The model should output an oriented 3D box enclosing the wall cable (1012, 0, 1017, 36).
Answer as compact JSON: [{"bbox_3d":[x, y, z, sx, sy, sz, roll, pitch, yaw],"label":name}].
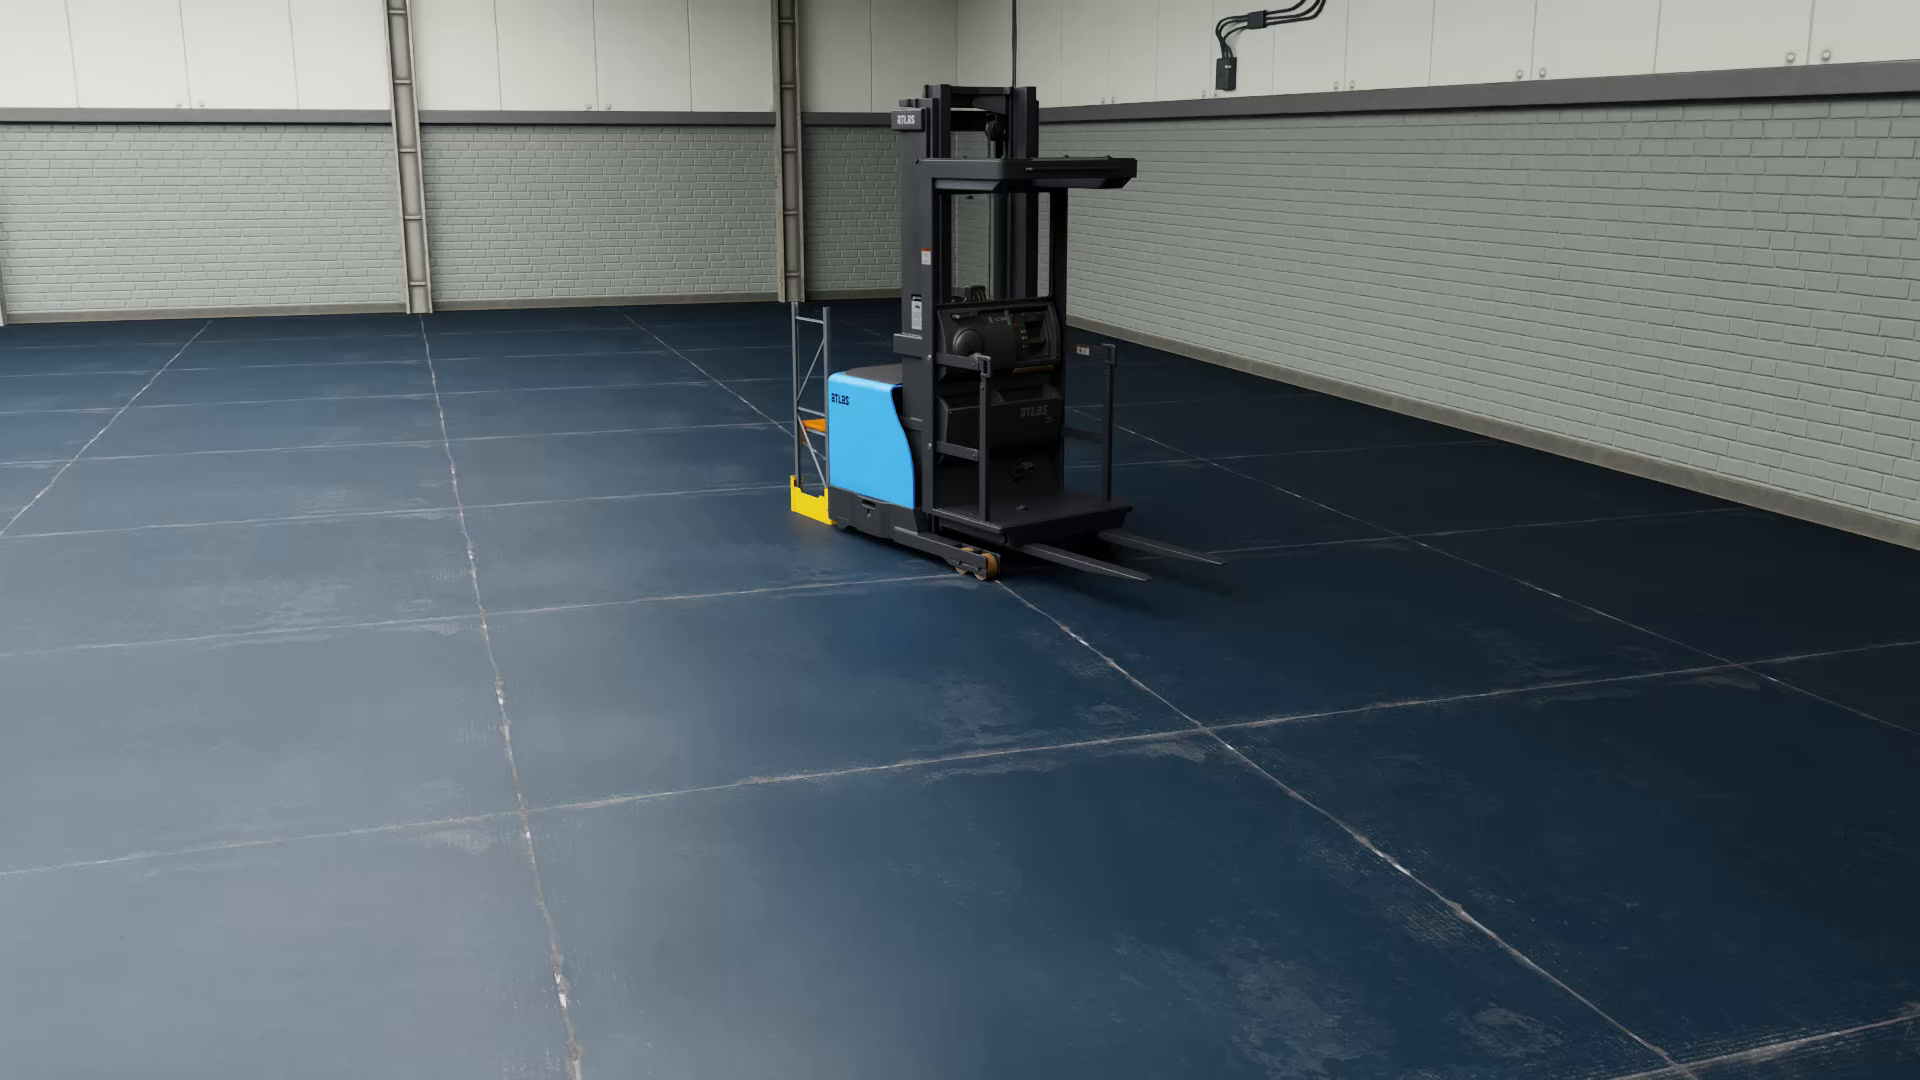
[{"bbox_3d":[1.227,-8.699,24.064,0.112,2.526,3.097,-4,14,-18],"label":"wall cable"}]

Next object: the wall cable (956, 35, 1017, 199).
[{"bbox_3d":[0.364,-6.835,27.142,0.112,2.526,3.097,-4,14,-18],"label":"wall cable"}]

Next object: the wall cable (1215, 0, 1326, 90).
[{"bbox_3d":[3.377,-7.917,17.631,0.169,6.003,2.305,-4,14,-18],"label":"wall cable"}]

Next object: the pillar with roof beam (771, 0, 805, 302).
[{"bbox_3d":[-1.477,-7.474,23.119,0.400,9.000,9.100,-4,14,-18],"label":"pillar with roof beam"}]

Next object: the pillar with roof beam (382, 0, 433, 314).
[{"bbox_3d":[-7.163,-7.031,21.257,0.400,9.000,9.100,-4,14,-18],"label":"pillar with roof beam"}]

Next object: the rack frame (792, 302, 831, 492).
[{"bbox_3d":[-1.034,-0.895,11.665,0.032,1.500,0.500,-9,16,-33],"label":"rack frame"}]

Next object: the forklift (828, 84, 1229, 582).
[{"bbox_3d":[0.381,-1.310,10.315,1.130,2.935,3.031,-10,17,-36],"label":"forklift"}]

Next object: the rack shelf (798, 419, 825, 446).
[{"bbox_3d":[-0.611,-0.785,11.980,1.000,0.185,0.538,-9,16,-33],"label":"rack shelf"}]

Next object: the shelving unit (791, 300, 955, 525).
[{"bbox_3d":[-0.618,-0.959,11.933,1.083,1.500,0.587,-9,16,-33],"label":"shelving unit"}]

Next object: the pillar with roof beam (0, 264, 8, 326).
[{"bbox_3d":[-12.850,-6.589,19.395,0.400,9.000,9.100,-4,14,-18],"label":"pillar with roof beam"}]

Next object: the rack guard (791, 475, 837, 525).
[{"bbox_3d":[-1.033,-0.287,11.810,0.087,0.250,0.587,-9,16,-33],"label":"rack guard"}]

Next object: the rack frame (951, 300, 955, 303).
[{"bbox_3d":[-0.187,-1.025,12.211,0.032,1.500,0.500,-9,16,-33],"label":"rack frame"}]
